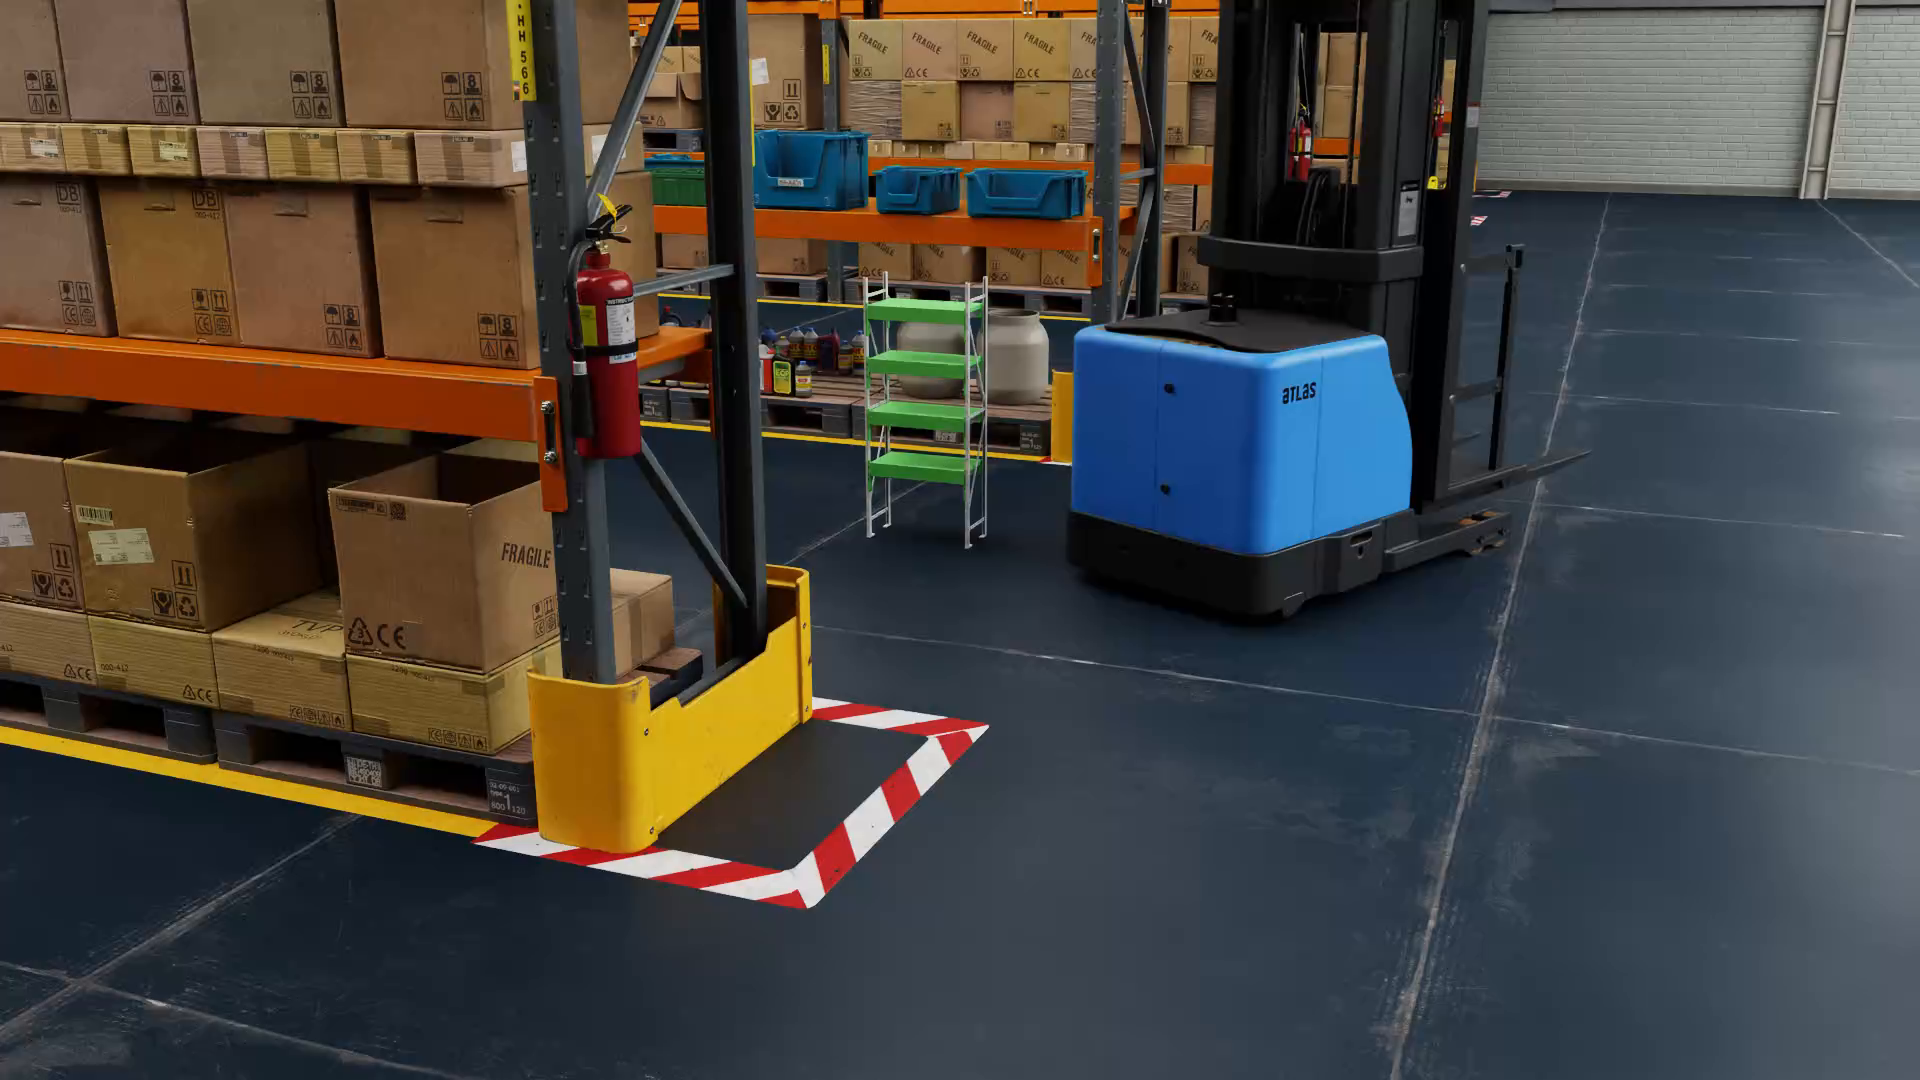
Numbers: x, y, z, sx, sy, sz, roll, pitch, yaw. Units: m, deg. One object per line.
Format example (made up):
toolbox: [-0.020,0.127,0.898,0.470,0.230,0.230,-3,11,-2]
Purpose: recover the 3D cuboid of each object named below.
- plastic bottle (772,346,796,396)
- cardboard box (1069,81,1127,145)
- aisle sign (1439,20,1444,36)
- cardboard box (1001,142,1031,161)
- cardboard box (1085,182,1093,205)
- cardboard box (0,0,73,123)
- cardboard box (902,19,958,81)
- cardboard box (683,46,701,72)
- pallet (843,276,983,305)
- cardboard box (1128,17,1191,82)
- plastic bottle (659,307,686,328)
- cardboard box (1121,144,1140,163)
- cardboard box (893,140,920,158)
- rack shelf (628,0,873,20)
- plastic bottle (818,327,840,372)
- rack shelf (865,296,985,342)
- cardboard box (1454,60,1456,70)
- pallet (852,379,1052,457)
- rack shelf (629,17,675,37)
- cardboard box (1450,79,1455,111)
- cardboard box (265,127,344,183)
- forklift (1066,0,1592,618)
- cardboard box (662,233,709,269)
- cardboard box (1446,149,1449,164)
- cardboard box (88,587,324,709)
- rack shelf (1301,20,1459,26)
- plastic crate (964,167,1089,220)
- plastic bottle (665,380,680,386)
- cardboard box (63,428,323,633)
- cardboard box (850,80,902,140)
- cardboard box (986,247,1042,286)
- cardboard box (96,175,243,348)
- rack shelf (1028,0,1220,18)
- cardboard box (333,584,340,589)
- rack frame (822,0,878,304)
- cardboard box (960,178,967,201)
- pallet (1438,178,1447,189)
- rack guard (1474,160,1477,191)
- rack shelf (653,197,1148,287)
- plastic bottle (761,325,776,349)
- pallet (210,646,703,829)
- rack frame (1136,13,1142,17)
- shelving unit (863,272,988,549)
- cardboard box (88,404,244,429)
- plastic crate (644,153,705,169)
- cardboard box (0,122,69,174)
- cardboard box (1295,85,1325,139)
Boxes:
plastic bottle: [-1.041,-1.000,9.822,0.133,0.283,0.061,7,17,22]
cardboard box: [1.301,-3.633,14.096,0.500,0.500,0.875,6,17,21]
aisle sign: [6.349,-7.034,21.859,0.004,0.787,0.394,6,17,21]
cardboard box: [0.530,-3.335,14.232,0.250,0.149,0.380,6,17,21]
cardboard box: [1.514,-4.081,19.407,0.875,0.875,0.875,7,17,21]
cardboard box: [-2.782,-1.610,5.334,0.500,0.500,0.700,6,17,21]
cardboard box: [-0.169,-4.214,14.303,0.500,0.500,0.500,6,17,21]
cardboard box: [-3.978,-7.458,26.011,0.500,0.500,0.500,6,17,20]
pallet: [-0.322,-2.307,15.242,1.213,0.211,1.003,6,17,21]
cardboard box: [1.692,-4.009,13.598,0.500,0.500,0.500,6,17,21]
plastic bottle: [-1.894,-1.350,10.904,0.185,0.351,0.144,5,17,18]
cardboard box: [1.493,-3.255,13.958,0.250,0.149,0.380,6,17,21]
cardboard box: [-0.399,-3.438,14.586,0.250,0.149,0.380,6,17,21]
rack shelf: [-2.820,-5.005,15.445,4.000,0.370,1.077,6,17,21]
plastic bottle: [-0.832,-1.213,10.555,0.133,0.283,0.061,7,17,22]
rack shelf: [-0.154,-0.993,7.449,0.480,0.148,0.258,6,17,21]
cardboard box: [7.981,-7.747,27.101,0.250,0.149,0.380,6,17,20]
pallet: [0.102,-0.753,9.889,1.213,0.211,1.003,6,17,21]
rack shelf: [-6.626,-8.394,27.117,4.000,0.370,1.077,6,17,21]
cardboard box: [7.856,-7.325,27.347,0.500,0.500,0.500,7,18,22]
cardboard box: [-1.784,-1.129,4.841,0.250,0.149,0.380,6,17,20]
forklift: [1.877,-1.430,7.344,3.031,2.935,1.130,-15,22,-41]
cardboard box: [-2.480,-2.896,15.963,0.500,0.500,0.700,5,17,16]
cardboard box: [7.854,-6.378,27.544,0.500,0.250,0.500,7,17,22]
cardboard box: [-2.419,0.314,5.390,0.500,0.250,0.500,6,17,21]
rack shelf: [6.355,-8.454,27.325,4.000,0.370,1.077,6,17,21]
plastic crate: [0.369,-1.914,9.154,0.616,0.251,0.499,6,17,21]
plastic bottle: [-1.748,-1.044,10.120,0.097,0.201,0.097,0,16,0]
cardboard box: [-2.420,-0.045,5.283,0.500,0.500,0.500,6,17,21]
cardboard box: [-0.564,-3.835,14.789,0.500,0.500,0.875,6,17,21]
cardboard box: [0.540,-2.556,14.828,0.500,0.500,0.500,5,17,16]
cardboard box: [-2.256,-0.932,5.323,0.500,0.500,0.700,6,17,21]
rack shelf: [2.815,-5.872,18.431,4.000,0.370,1.077,6,17,21]
cardboard box: [-1.761,0.228,5.686,0.500,0.250,0.500,6,17,21]
rack frame: [-0.960,-3.706,15.058,0.127,3.000,1.000,6,17,21]
cardboard box: [0.344,-4.143,19.847,0.750,0.750,1.050,6,17,20]
pallet: [7.489,-5.883,27.559,1.213,0.211,1.003,6,17,21]
rack guard: [8.238,-5.952,27.278,0.348,0.500,1.175,6,17,21]
rack shelf: [-0.916,-1.871,10.029,4.000,0.370,1.077,6,17,21]
plastic bottle: [-1.229,-1.245,10.688,0.097,0.271,0.097,0,16,0]
pallet: [-1.604,0.544,5.421,1.213,0.211,1.003,6,17,21]
rack frame: [2.677,-6.276,23.912,0.127,3.000,1.000,6,17,21]
shelving unit: [-0.154,-0.593,7.565,0.503,1.200,0.258,6,17,21]
cardboard box: [-2.688,-0.236,5.939,0.500,0.500,0.500,6,17,21]
plastic crate: [-1.648,-2.307,10.507,0.616,0.251,0.499,6,17,21]
cardboard box: [-2.746,-1.235,5.205,0.250,0.149,0.380,6,17,20]
cardboard box: [3.794,-4.721,18.288,0.550,0.550,0.875,6,17,21]
